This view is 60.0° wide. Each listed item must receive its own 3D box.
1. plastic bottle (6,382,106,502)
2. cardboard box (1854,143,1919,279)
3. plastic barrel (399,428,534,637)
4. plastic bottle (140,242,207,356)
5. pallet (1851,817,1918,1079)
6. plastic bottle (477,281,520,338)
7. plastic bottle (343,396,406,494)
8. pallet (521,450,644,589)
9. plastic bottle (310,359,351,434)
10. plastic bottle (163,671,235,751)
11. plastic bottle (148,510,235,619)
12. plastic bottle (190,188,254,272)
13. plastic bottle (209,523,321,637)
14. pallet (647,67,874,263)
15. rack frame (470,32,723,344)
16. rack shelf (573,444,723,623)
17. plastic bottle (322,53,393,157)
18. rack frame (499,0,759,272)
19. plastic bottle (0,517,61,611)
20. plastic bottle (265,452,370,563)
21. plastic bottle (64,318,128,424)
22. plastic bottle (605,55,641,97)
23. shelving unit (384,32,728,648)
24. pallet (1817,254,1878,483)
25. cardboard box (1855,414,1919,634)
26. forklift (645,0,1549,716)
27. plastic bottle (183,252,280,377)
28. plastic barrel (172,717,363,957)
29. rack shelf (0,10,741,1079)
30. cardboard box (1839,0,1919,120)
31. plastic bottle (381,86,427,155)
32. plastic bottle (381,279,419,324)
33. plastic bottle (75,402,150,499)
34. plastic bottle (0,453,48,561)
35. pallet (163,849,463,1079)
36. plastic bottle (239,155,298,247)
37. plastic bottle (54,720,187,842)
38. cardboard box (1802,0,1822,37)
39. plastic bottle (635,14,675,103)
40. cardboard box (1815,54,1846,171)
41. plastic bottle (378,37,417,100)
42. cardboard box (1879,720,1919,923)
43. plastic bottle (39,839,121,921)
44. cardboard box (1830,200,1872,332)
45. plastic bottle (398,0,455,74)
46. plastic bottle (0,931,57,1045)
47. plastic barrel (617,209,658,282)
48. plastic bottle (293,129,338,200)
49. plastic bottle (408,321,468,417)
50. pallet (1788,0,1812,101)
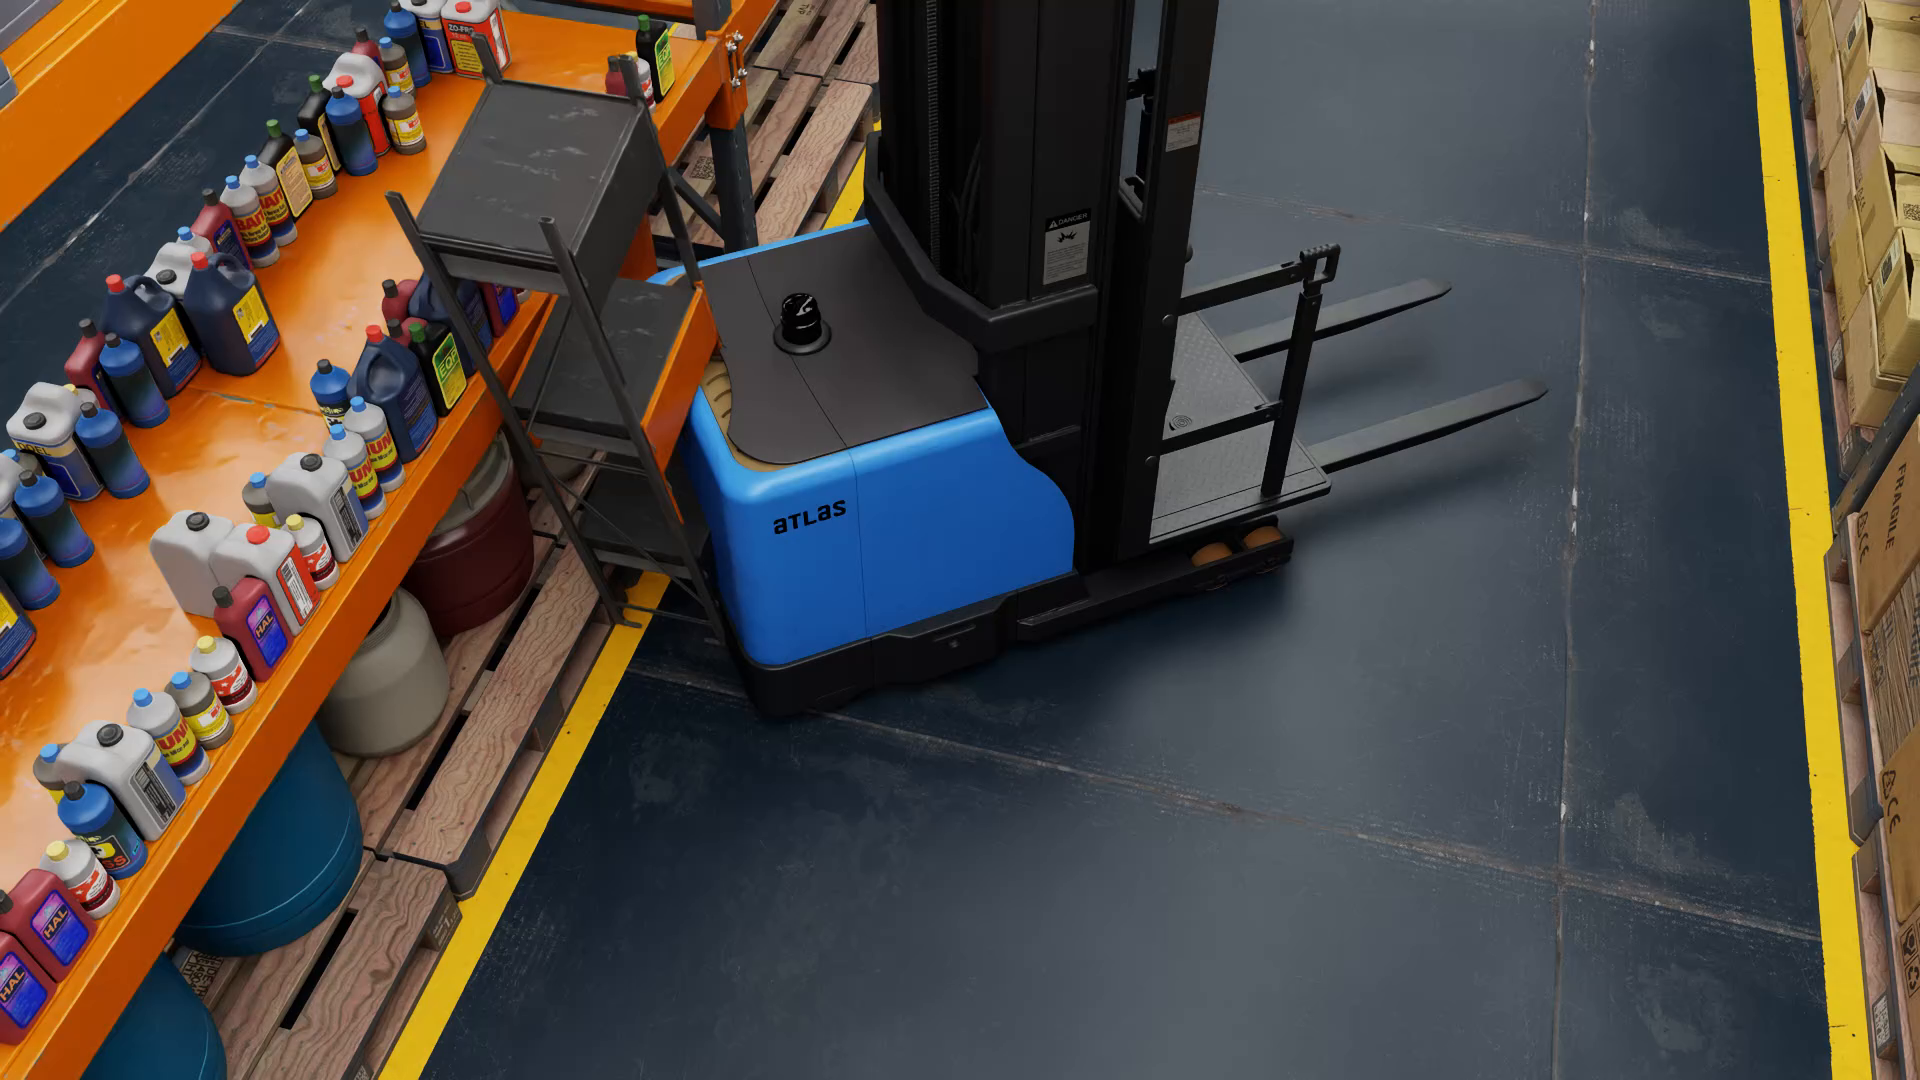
[{"bbox_3d":[-2.191,-0.239,4.043,0.152,0.276,0.135,12,50,10],"label":"plastic bottle"},{"bbox_3d":[3.553,-1.170,5.962,0.500,0.311,0.500,11,49,9],"label":"cardboard box"},{"bbox_3d":[-1.665,-0.098,5.164,0.600,0.588,0.708,12,50,10],"label":"plastic barrel"},{"bbox_3d":[-2.046,-0.637,4.395,0.152,0.276,0.135,12,50,10],"label":"plastic bottle"},{"bbox_3d":[2.966,1.385,4.387,1.003,0.211,1.213,12,50,10],"label":"pallet"},{"bbox_3d":[-1.251,-0.689,4.435,0.061,0.283,0.133,12,50,10],"label":"plastic bottle"},{"bbox_3d":[-1.431,-0.241,4.048,0.097,0.271,0.097,0,49,0],"label":"plastic bottle"},{"bbox_3d":[-1.422,-0.429,5.988,1.003,0.211,1.213,12,50,10],"label":"pallet"},{"bbox_3d":[-1.545,-0.340,4.135,0.097,0.271,0.097,0,49,0],"label":"plastic bottle"},{"bbox_3d":[-1.640,0.355,3.568,0.097,0.201,0.097,0,49,0],"label":"plastic bottle"},{"bbox_3d":[-1.722,0.044,3.793,0.152,0.276,0.135,12,50,10],"label":"plastic bottle"},{"bbox_3d":[-2.029,-0.816,4.547,0.061,0.283,0.133,12,50,10],"label":"plastic bottle"},{"bbox_3d":[-1.575,0.074,3.766,0.152,0.276,0.135,12,50,10],"label":"plastic bottle"},{"bbox_3d":[-1.014,-1.561,6.987,1.003,0.211,1.213,12,50,10],"label":"pallet"},{"bbox_3d":[-0.879,-0.624,4.745,0.400,2.100,0.015,11,62,10],"label":"rack frame"},{"bbox_3d":[-0.896,-0.066,5.252,0.431,0.518,0.480,11,62,10],"label":"rack shelf"},{"bbox_3d":[-1.803,-1.306,4.984,0.152,0.276,0.135,12,50,10],"label":"plastic bottle"},{"bbox_3d":[-1.255,-1.931,5.453,1.000,3.000,0.127,12,50,10],"label":"rack frame"},{"bbox_3d":[-2.162,0.038,3.801,0.097,0.271,0.097,0,49,0],"label":"plastic bottle"},{"bbox_3d":[-1.514,-0.093,3.915,0.152,0.276,0.135,12,50,10],"label":"plastic bottle"},{"bbox_3d":[-2.174,-0.418,4.196,0.061,0.283,0.133,12,50,10],"label":"plastic bottle"},{"bbox_3d":[-1.011,-1.348,5.017,0.061,0.283,0.133,12,50,10],"label":"plastic bottle"},{"bbox_3d":[-0.940,-0.416,4.632,0.431,2.100,0.503,11,62,10],"label":"shelving unit"},{"bbox_3d":[3.777,-0.615,6.152,1.003,0.211,1.213,12,50,10],"label":"pallet"},{"bbox_3d":[3.127,0.004,5.120,0.500,0.500,0.500,13,50,12],"label":"cardboard box"},{"bbox_3d":[0.575,-1.150,4.810,3.031,2.935,1.130,-17,51,-15],"label":"forklift"},{"bbox_3d":[-1.910,-0.615,4.325,0.144,0.351,0.185,12,50,10],"label":"plastic bottle"},{"bbox_3d":[-1.962,0.616,4.325,0.600,0.901,0.708,12,50,10],"label":"plastic barrel"},{"bbox_3d":[-1.782,-0.246,4.446,1.077,0.370,4.000,12,50,10],"label":"rack shelf"},{"bbox_3d":[3.823,-1.896,6.603,0.500,0.311,0.500,13,50,11],"label":"cardboard box"},{"bbox_3d":[-1.677,-1.270,5.003,0.097,0.201,0.097,0,49,0],"label":"plastic bottle"},{"bbox_3d":[-1.439,-0.583,4.342,0.061,0.283,0.133,12,50,10],"label":"plastic bottle"},{"bbox_3d":[-2.066,-0.227,4.035,0.097,0.271,0.097,0,49,0],"label":"plastic bottle"},{"bbox_3d":[-2.252,-0.072,3.895,0.152,0.276,0.135,12,50,10],"label":"plastic bottle"},{"bbox_3d":[-2.065,1.335,4.431,1.003,0.211,1.213,12,50,10],"label":"pallet"},{"bbox_3d":[-1.955,-0.962,4.684,0.097,0.271,0.097,0,49,0],"label":"plastic bottle"},{"bbox_3d":[-1.722,0.479,3.409,0.152,0.276,0.135,12,50,10],"label":"plastic bottle"},{"bbox_3d":[4.094,-2.460,7.475,0.500,0.250,0.500,13,50,11],"label":"cardboard box"},{"bbox_3d":[-0.950,-1.515,5.164,0.061,0.283,0.133,12,50,10],"label":"plastic bottle"},{"bbox_3d":[3.826,-1.718,6.819,0.500,0.250,0.500,12,50,11],"label":"cardboard box"},{"bbox_3d":[-1.763,-1.467,5.176,0.097,0.201,0.097,0,49,0],"label":"plastic bottle"},{"bbox_3d":[2.858,0.746,4.465,0.500,0.500,0.500,11,49,10],"label":"cardboard box"},{"bbox_3d":[-1.752,0.664,3.296,0.097,0.201,0.097,0,49,0],"label":"plastic bottle"},{"bbox_3d":[3.558,-0.982,6.170,0.500,0.250,0.500,11,49,10],"label":"cardboard box"},{"bbox_3d":[-1.681,-1.640,5.280,0.152,0.276,0.135,12,50,10],"label":"plastic bottle"},{"bbox_3d":[-1.800,0.820,3.103,0.061,0.283,0.133,12,50,10],"label":"plastic bottle"},{"bbox_3d":[-1.368,-0.994,5.794,0.600,0.830,0.708,12,50,10],"label":"plastic barrel"},{"bbox_3d":[-1.895,-1.106,4.858,0.097,0.201,0.097,0,49,0],"label":"plastic bottle"},{"bbox_3d":[-1.335,-0.458,4.232,0.061,0.283,0.133,12,50,10],"label":"plastic bottle"},{"bbox_3d":[4.419,-2.380,7.710,1.003,0.211,1.213,12,50,10],"label":"pallet"}]
